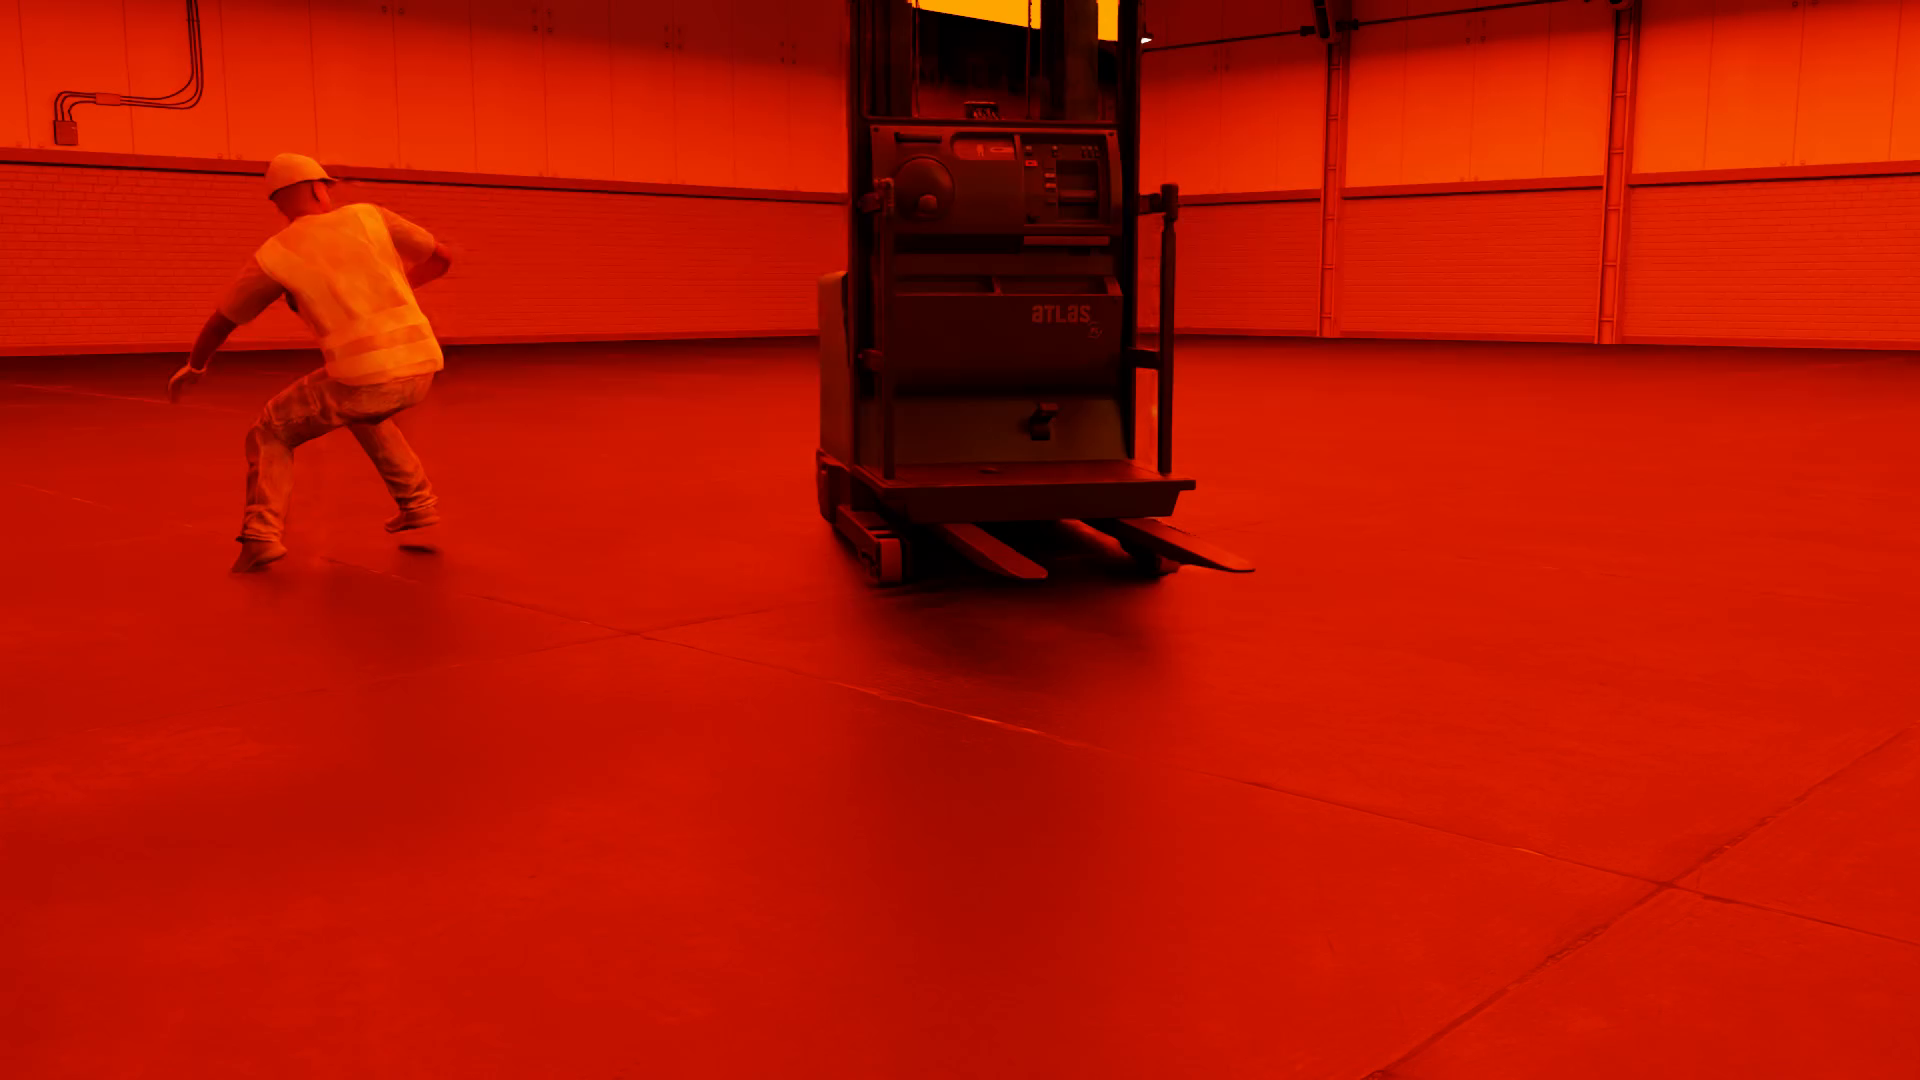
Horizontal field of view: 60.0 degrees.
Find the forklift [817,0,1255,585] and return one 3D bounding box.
[{"bbox_3d":[0.182,-1.355,5.870,1.130,2.935,3.031,-2,9,-12],"label":"forklift"}]

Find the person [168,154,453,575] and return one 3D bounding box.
[{"bbox_3d":[-2.369,-0.650,6.166,0.879,1.529,0.865,7,11,38],"label":"person"}]
